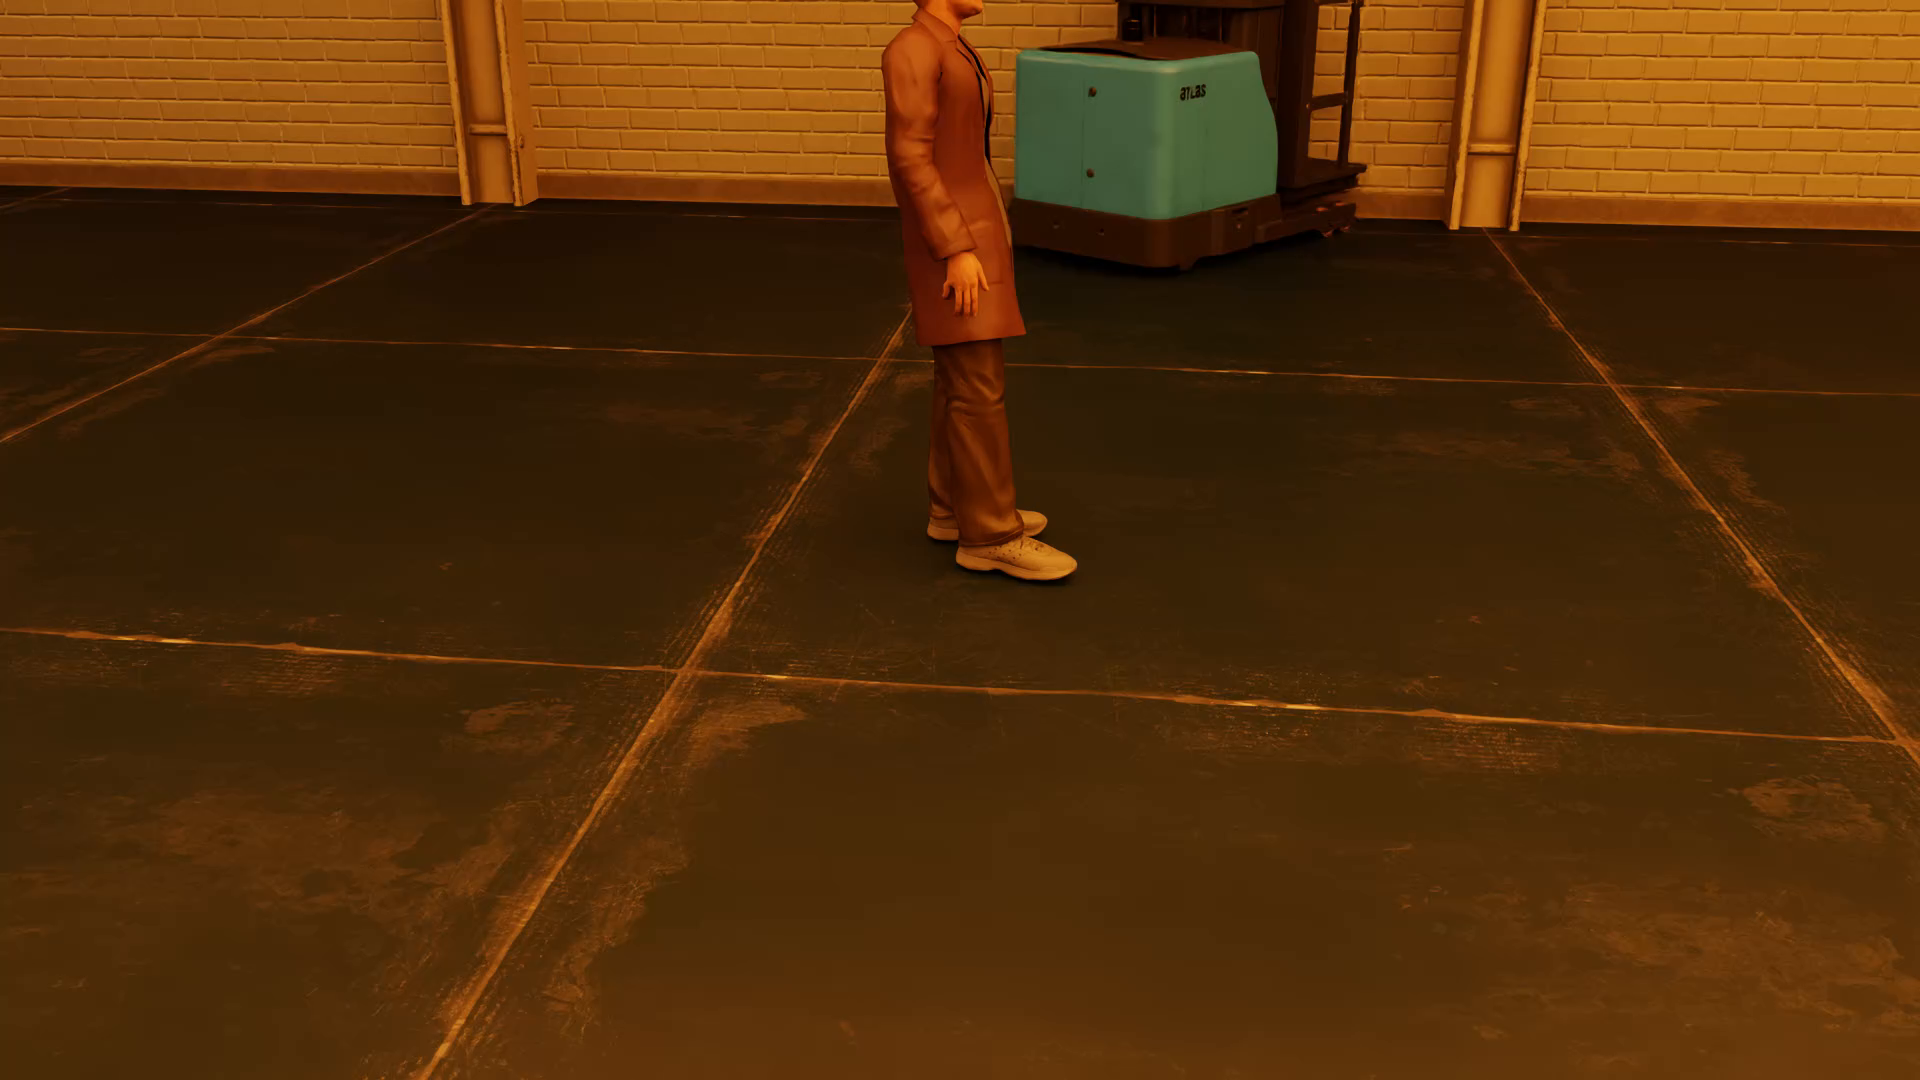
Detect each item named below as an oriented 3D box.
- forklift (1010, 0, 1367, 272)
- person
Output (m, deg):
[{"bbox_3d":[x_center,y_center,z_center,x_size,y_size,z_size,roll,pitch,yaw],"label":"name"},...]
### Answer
[{"bbox_3d":[1.636,-3.199,9.197,1.130,2.935,3.031,19,29,39],"label":"forklift"},{"bbox_3d":[0.089,-0.825,4.828,0.582,1.775,0.696,3,22,7],"label":"person"}]
